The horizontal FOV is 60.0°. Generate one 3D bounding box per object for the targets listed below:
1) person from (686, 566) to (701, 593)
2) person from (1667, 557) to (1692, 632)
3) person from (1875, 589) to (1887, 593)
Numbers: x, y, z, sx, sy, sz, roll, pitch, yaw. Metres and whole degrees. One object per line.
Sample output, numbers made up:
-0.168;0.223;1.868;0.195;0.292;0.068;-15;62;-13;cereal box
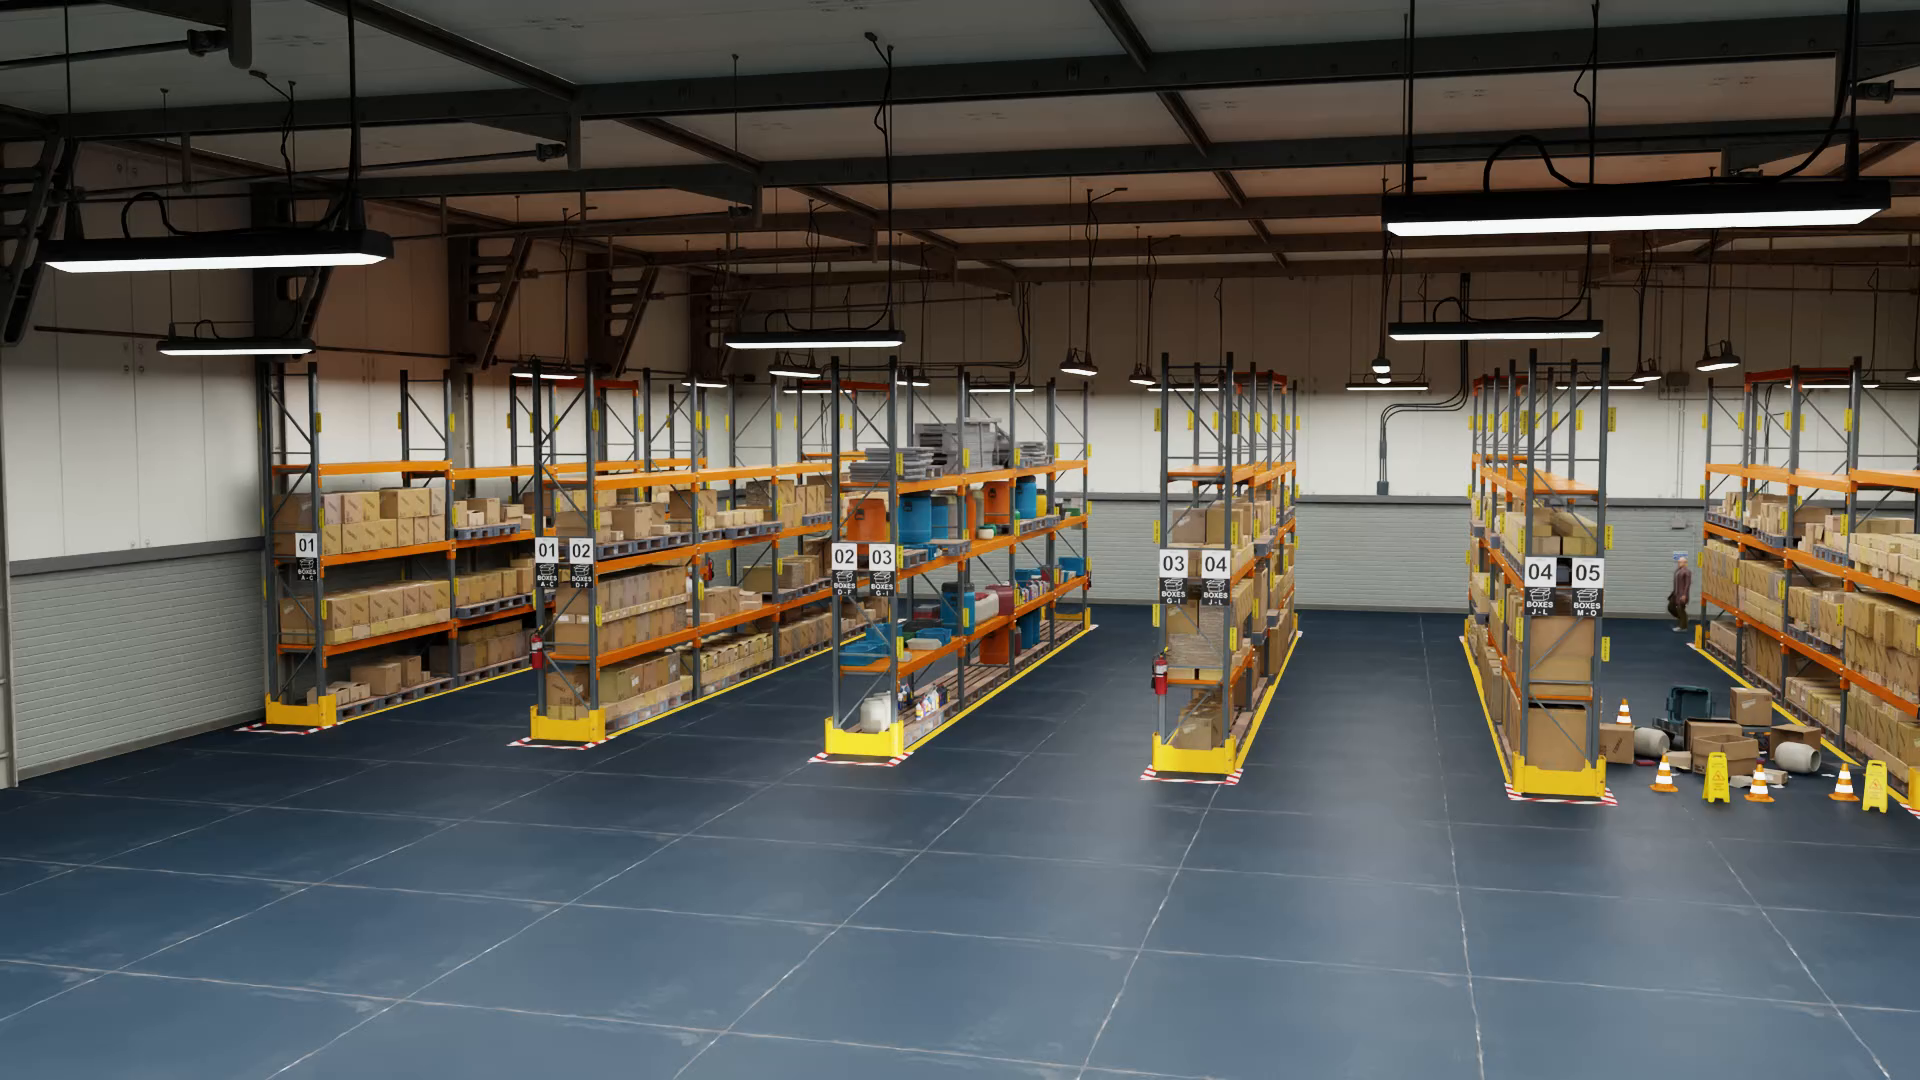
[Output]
-6.289;1.420;39.228;0.485;1.617;0.816;1;4;11;person
17.226;1.300;39.733;0.540;1.779;0.614;0;4;-6;person
21.564;1.359;38.977;0.652;1.778;0.533;0;4;-1;person
